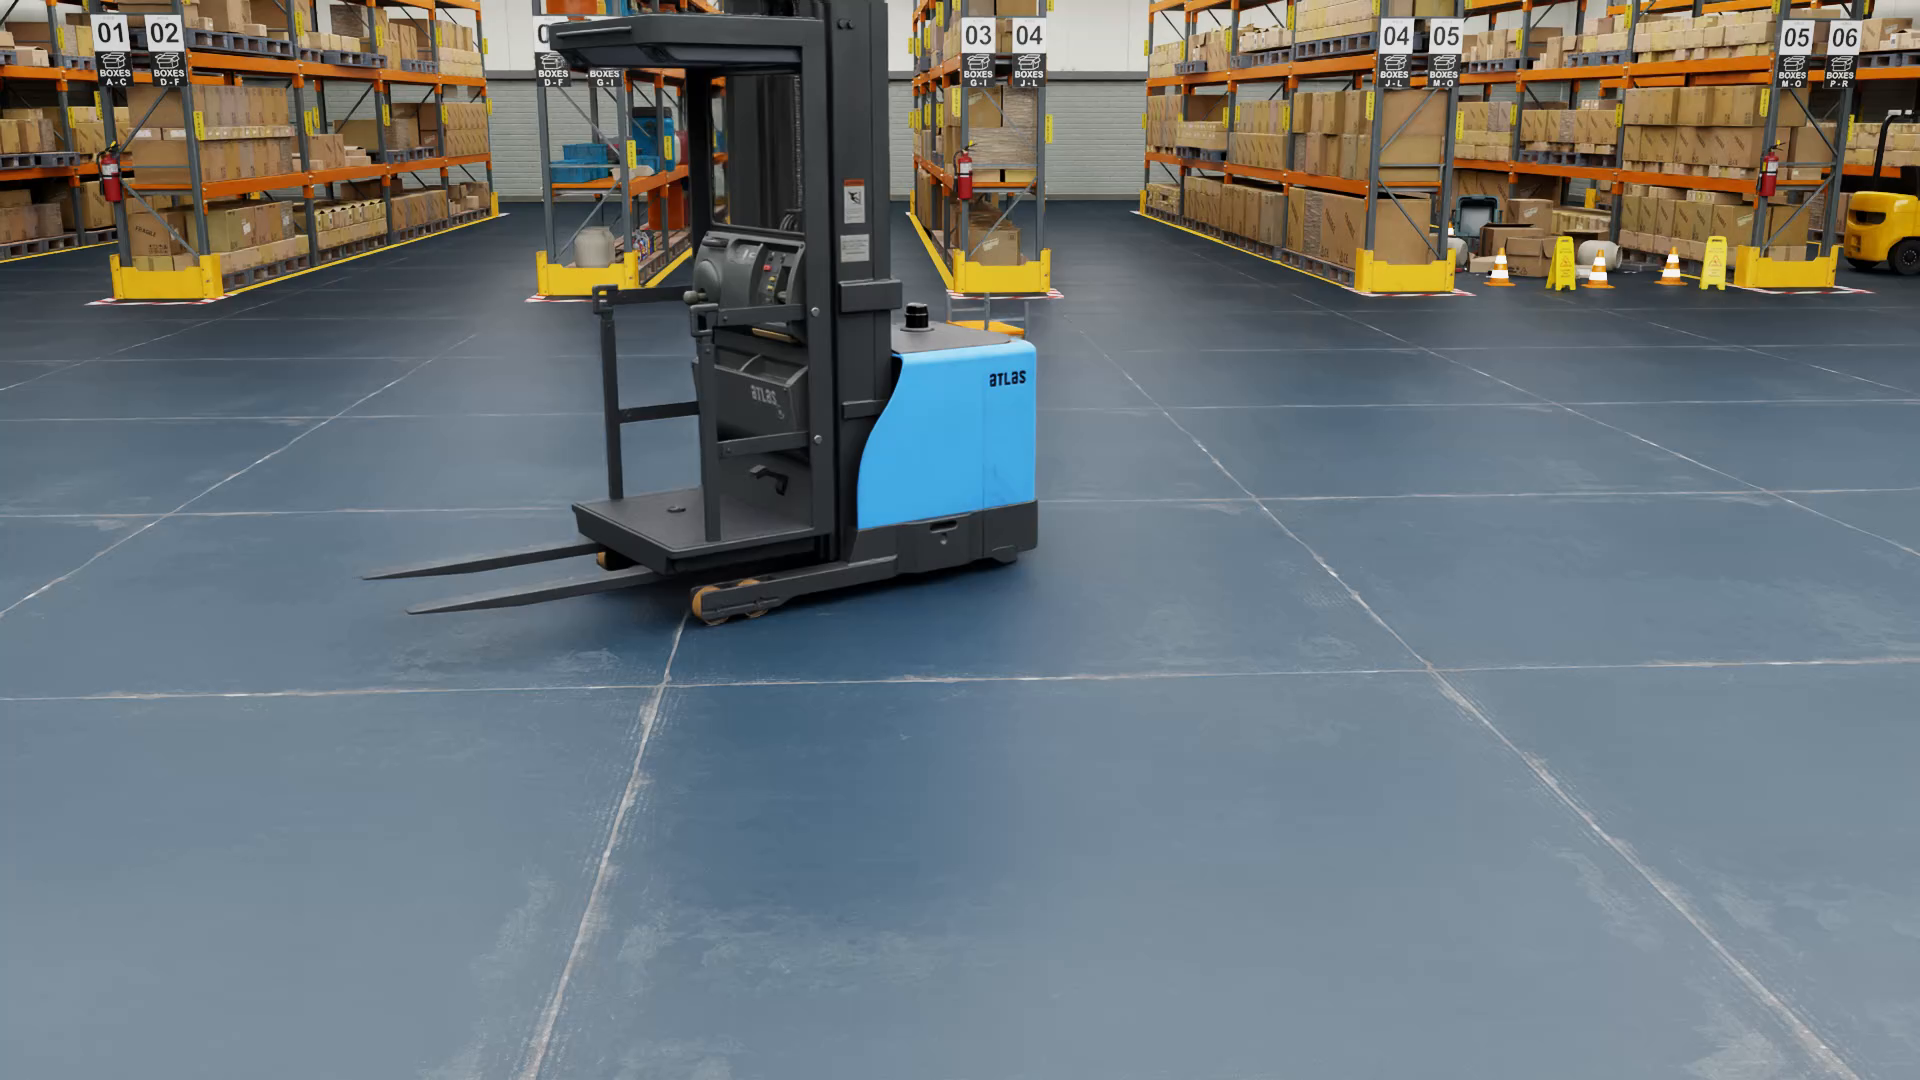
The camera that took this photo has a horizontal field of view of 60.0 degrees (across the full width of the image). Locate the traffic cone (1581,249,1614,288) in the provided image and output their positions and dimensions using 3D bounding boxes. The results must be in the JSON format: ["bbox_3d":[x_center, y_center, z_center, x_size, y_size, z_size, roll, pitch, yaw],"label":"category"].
[{"bbox_3d":[8.003,-3.400,20.812,0.336,0.463,0.334,-1,14,-3],"label":"traffic cone"}]

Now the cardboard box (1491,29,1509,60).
[{"bbox_3d":[9.657,-8.581,28.793,0.700,0.500,0.500,-2,15,-6],"label":"cardboard box"}]

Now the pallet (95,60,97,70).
[{"bbox_3d":[-14.979,-8.049,28.149,1.003,0.211,1.213,0,14,-1],"label":"pallet"}]

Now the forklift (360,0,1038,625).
[{"bbox_3d":[-1.119,-1.204,7.323,3.031,2.935,1.130,-10,18,-34],"label":"forklift"}]

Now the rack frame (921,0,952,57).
[{"bbox_3d":[-0.231,-10.380,30.810,1.000,3.000,0.127,-1,14,-3],"label":"rack frame"}]

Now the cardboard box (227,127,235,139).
[{"bbox_3d":[-9.250,-5.058,20.664,0.380,0.149,0.250,-1,14,-5],"label":"cardboard box"}]

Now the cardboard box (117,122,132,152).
[{"bbox_3d":[-14.682,-6.961,28.722,0.500,0.500,0.500,0,14,-2],"label":"cardboard box"}]

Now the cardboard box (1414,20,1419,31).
[{"bbox_3d":[5.752,-6.278,20.348,0.380,0.149,0.250,-1,14,-3],"label":"cardboard box"}]

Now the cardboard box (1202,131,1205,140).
[{"bbox_3d":[4.437,-7.067,29.037,0.380,0.149,0.250,-1,14,-3],"label":"cardboard box"}]

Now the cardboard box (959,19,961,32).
[{"bbox_3d":[0.184,-6.128,19.803,0.380,0.149,0.250,-1,14,-3],"label":"cardboard box"}]

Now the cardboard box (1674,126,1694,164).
[{"bbox_3d":[10.029,-5.342,22.471,0.500,0.500,0.500,-1,14,-3],"label":"cardboard box"}]

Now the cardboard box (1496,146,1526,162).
[{"bbox_3d":[9.618,-6.682,28.778,0.500,0.250,0.500,-1,14,-5],"label":"cardboard box"}]

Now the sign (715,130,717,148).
[{"bbox_3d":[-4.625,-7.540,31.257,0.100,0.325,0.005,-1,14,-3],"label":"sign"}]

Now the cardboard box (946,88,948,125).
[{"bbox_3d":[0.072,-5.922,22.717,0.500,0.500,0.500,-1,14,-3],"label":"cardboard box"}]

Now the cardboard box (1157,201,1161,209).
[{"bbox_3d":[4.257,-6.892,34.173,0.380,0.149,0.250,-2,15,-6],"label":"cardboard box"}]

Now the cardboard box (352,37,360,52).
[{"bbox_3d":[-9.786,-7.799,26.258,0.500,0.250,0.500,-2,15,-8],"label":"cardboard box"}]

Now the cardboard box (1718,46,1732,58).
[{"bbox_3d":[10.060,-6.312,21.523,0.380,0.149,0.250,-1,14,-4],"label":"cardboard box"}]

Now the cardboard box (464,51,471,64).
[{"bbox_3d":[-10.021,-9.567,32.968,0.500,0.250,0.500,-1,14,-3],"label":"cardboard box"}]

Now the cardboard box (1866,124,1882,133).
[{"bbox_3d":[14.665,-6.542,26.429,0.380,0.149,0.250,-1,14,-5],"label":"cardboard box"}]

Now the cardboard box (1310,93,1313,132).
[{"bbox_3d":[5.360,-5.905,22.988,0.875,0.550,0.550,-1,14,-3],"label":"cardboard box"}]

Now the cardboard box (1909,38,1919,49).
[{"bbox_3d":[14.739,-7.567,25.358,0.380,0.149,0.250,-1,14,-4],"label":"cardboard box"}]

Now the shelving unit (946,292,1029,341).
[{"bbox_3d":[0.138,-0.661,8.687,0.258,1.200,0.503,-6,16,-22],"label":"shelving unit"}]

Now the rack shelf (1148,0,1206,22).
[{"bbox_3d":[4.602,-10.579,33.033,1.077,0.370,4.000,-1,14,-3],"label":"rack shelf"}]

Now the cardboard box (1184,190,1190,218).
[{"bbox_3d":[4.507,-6.331,31.286,0.500,0.500,0.500,0,14,-1],"label":"cardboard box"}]

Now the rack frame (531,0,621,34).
[{"bbox_3d":[-4.430,-7.319,18.914,1.000,3.000,0.127,-1,14,-3],"label":"rack frame"}]

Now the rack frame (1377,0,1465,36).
[{"bbox_3d":[5.470,-7.447,19.411,1.000,3.000,0.127,-1,14,-3],"label":"rack frame"}]

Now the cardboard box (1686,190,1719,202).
[{"bbox_3d":[9.977,-4.606,22.276,0.380,0.149,0.250,0,14,-1],"label":"cardboard box"}]

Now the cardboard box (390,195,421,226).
[{"bbox_3d":[-9.677,-5.703,28.805,0.500,0.500,0.500,-1,14,-4],"label":"cardboard box"}]

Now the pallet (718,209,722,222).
[{"bbox_3d":[-5.337,-6.534,33.498,1.003,0.211,1.213,-1,14,-3],"label":"pallet"}]

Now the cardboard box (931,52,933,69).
[{"bbox_3d":[-0.208,-7.739,26.866,0.500,0.250,0.500,-1,14,-2],"label":"cardboard box"}]

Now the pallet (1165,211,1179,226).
[{"bbox_3d":[4.649,-6.342,32.752,1.003,0.211,1.213,-1,14,-3],"label":"pallet"}]

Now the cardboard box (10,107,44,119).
[{"bbox_3d":[-15.101,-6.925,27.077,0.500,0.250,0.500,0,14,-2],"label":"cardboard box"}]

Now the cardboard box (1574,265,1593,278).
[{"bbox_3d":[8.307,-3.557,22.053,0.380,0.149,0.250,7,16,26],"label":"cardboard box"}]

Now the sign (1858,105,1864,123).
[{"bbox_3d":[15.416,-7.280,28.479,0.100,0.325,0.005,-1,14,-3],"label":"sign"}]

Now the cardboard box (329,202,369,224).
[{"bbox_3d":[-9.525,-5.090,25.839,0.500,0.311,0.500,-1,14,-4],"label":"cardboard box"}]

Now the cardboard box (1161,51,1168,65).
[{"bbox_3d":[4.332,-9.648,33.284,0.500,0.250,0.500,-1,14,-6],"label":"cardboard box"}]

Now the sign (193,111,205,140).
[{"bbox_3d":[-8.820,-4.803,19.277,0.100,0.325,0.005,-1,14,-3],"label":"sign"}]

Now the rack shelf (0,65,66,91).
[{"bbox_3d":[-14.690,-6.857,24.582,1.077,0.370,4.000,-1,14,-3],"label":"rack shelf"}]

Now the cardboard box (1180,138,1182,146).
[{"bbox_3d":[4.315,-7.434,31.060,0.380,0.149,0.250,-1,14,-3],"label":"cardboard box"}]

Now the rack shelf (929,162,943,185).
[{"bbox_3d":[0.141,-5.634,25.847,1.077,0.370,4.000,-1,14,-3],"label":"rack shelf"}]

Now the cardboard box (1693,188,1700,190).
[{"bbox_3d":[14.420,-6.574,32.232,0.500,0.500,0.500,0,14,-1],"label":"cardboard box"}]

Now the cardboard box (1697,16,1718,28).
[{"bbox_3d":[9.960,-6.821,21.900,0.380,0.149,0.250,-1,14,-2],"label":"cardboard box"}]

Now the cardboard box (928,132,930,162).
[{"bbox_3d":[-0.286,-6.771,28.623,0.500,0.500,0.500,-1,14,-4],"label":"cardboard box"}]

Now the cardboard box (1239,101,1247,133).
[{"bbox_3d":[4.992,-6.952,27.319,0.700,0.500,0.500,-1,14,-4],"label":"cardboard box"}]

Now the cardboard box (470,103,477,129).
[{"bbox_3d":[-9.995,-8.489,33.293,0.500,0.500,0.500,0,14,-2],"label":"cardboard box"}]

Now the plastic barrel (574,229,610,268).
[{"bbox_3d":[-4.548,-3.575,20.550,0.421,0.512,0.421,0,14,0],"label":"plastic barrel"}]

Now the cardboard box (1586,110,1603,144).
[{"bbox_3d":[9.866,-6.268,25.229,0.500,0.500,0.500,-1,14,-3],"label":"cardboard box"}]

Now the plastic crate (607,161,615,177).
[{"bbox_3d":[-4.876,-4.964,22.225,0.450,0.188,0.662,-1,14,-3],"label":"plastic crate"}]

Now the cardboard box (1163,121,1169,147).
[{"bbox_3d":[4.354,-8.087,33.141,0.500,0.500,0.500,-1,14,-4],"label":"cardboard box"}]

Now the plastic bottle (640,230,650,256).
[{"bbox_3d":[-4.319,-4.055,22.700,0.144,0.351,0.185,-1,14,-4],"label":"plastic bottle"}]

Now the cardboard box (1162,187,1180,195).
[{"bbox_3d":[4.290,-7.045,33.571,0.380,0.149,0.250,-1,14,-5],"label":"cardboard box"}]

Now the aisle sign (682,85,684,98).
[{"bbox_3d":[-5.723,-9.665,34.854,0.394,0.787,0.004,-1,14,-3],"label":"aisle sign"}]

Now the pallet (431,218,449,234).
[{"bbox_3d":[-10.030,-5.770,30.530,1.003,0.211,1.213,-1,14,-3],"label":"pallet"}]

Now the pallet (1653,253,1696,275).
[{"bbox_3d":[10.312,-3.817,22.938,1.003,0.211,1.213,-1,14,-3],"label":"pallet"}]

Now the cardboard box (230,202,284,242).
[{"bbox_3d":[-9.321,-4.207,22.029,0.500,0.500,0.500,-1,14,-3],"label":"cardboard box"}]

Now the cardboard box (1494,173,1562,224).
[{"bbox_3d":[9.948,-5.980,29.171,0.875,0.875,0.875,-1,14,-4],"label":"cardboard box"}]
